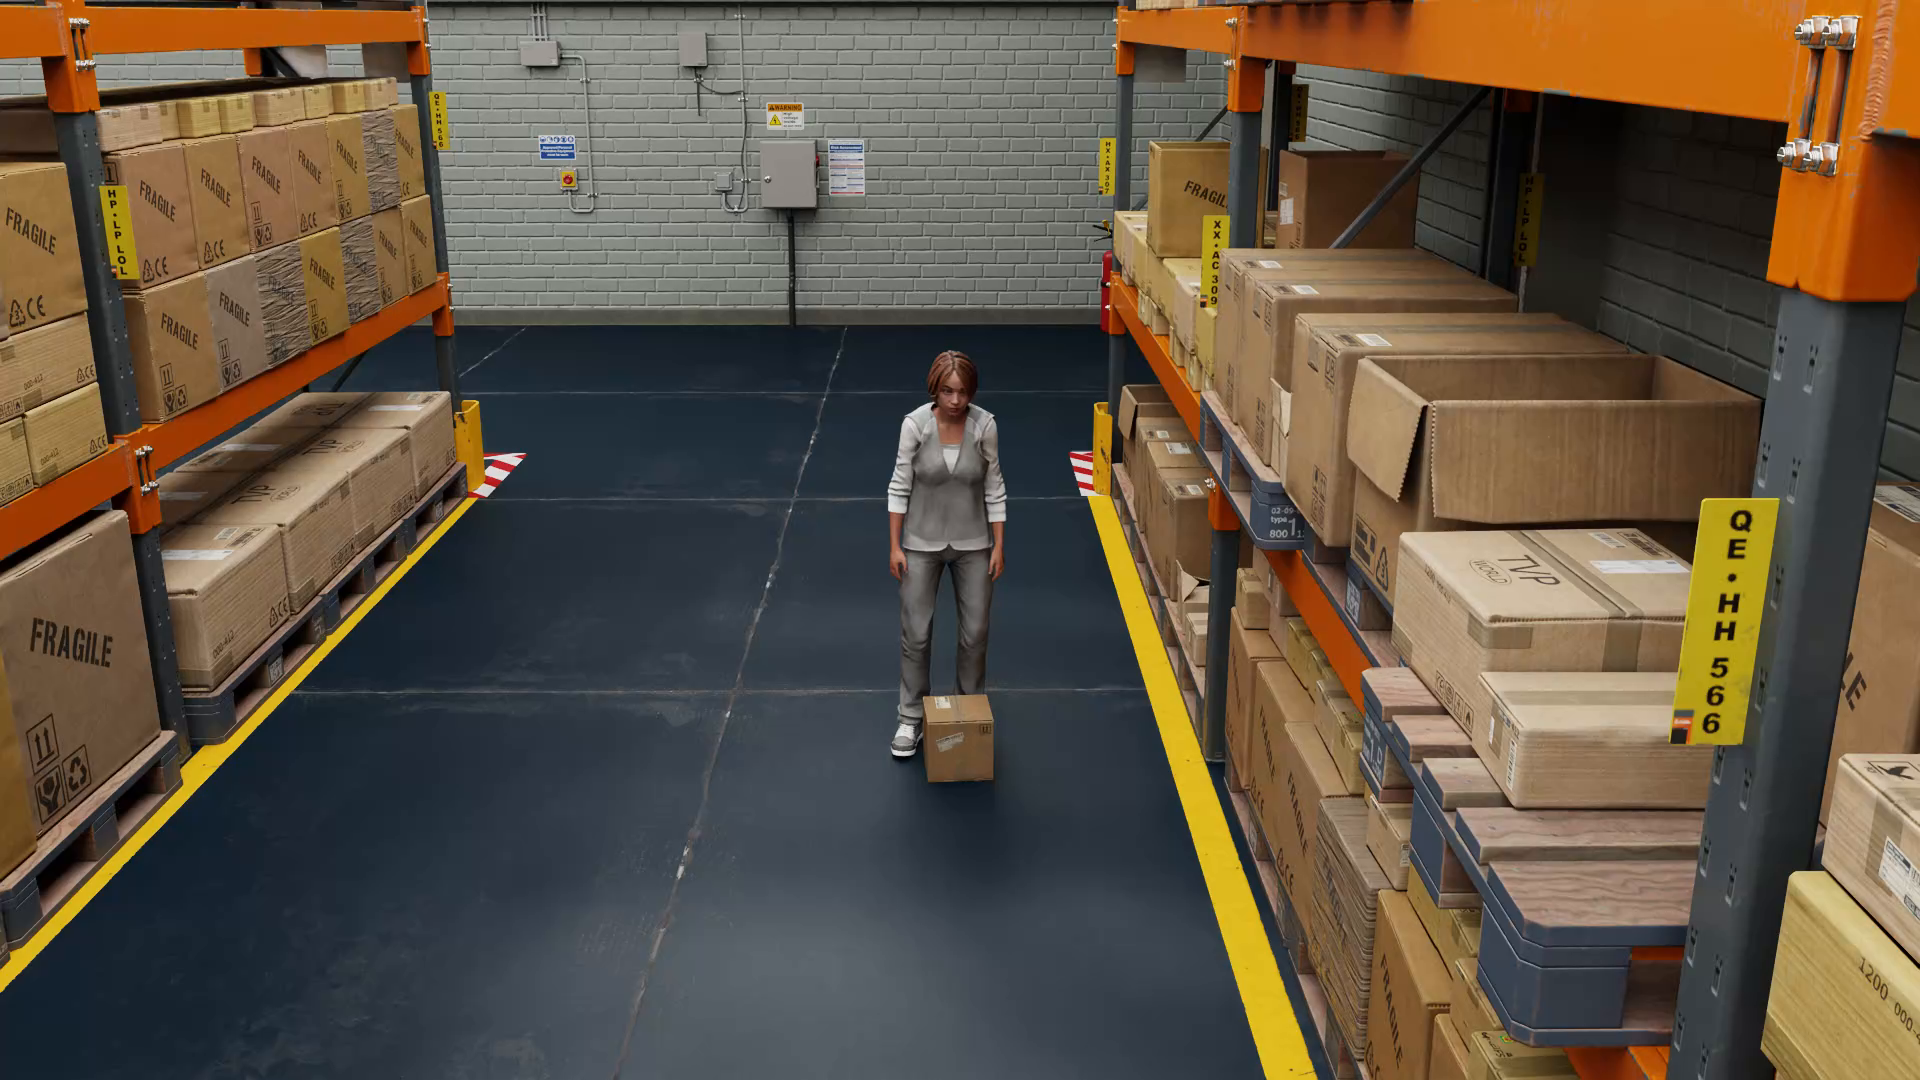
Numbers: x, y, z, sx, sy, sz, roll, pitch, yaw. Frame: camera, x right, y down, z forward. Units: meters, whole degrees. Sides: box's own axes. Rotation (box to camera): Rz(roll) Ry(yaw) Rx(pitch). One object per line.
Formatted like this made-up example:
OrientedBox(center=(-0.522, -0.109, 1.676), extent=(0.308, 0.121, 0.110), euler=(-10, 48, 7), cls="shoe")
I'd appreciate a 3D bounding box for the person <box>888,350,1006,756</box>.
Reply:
OrientedBox(center=(-0.049, 0.048, 6.413), extent=(0.462, 1.593, 0.345), euler=(-2, 17, -5), cls="person")
